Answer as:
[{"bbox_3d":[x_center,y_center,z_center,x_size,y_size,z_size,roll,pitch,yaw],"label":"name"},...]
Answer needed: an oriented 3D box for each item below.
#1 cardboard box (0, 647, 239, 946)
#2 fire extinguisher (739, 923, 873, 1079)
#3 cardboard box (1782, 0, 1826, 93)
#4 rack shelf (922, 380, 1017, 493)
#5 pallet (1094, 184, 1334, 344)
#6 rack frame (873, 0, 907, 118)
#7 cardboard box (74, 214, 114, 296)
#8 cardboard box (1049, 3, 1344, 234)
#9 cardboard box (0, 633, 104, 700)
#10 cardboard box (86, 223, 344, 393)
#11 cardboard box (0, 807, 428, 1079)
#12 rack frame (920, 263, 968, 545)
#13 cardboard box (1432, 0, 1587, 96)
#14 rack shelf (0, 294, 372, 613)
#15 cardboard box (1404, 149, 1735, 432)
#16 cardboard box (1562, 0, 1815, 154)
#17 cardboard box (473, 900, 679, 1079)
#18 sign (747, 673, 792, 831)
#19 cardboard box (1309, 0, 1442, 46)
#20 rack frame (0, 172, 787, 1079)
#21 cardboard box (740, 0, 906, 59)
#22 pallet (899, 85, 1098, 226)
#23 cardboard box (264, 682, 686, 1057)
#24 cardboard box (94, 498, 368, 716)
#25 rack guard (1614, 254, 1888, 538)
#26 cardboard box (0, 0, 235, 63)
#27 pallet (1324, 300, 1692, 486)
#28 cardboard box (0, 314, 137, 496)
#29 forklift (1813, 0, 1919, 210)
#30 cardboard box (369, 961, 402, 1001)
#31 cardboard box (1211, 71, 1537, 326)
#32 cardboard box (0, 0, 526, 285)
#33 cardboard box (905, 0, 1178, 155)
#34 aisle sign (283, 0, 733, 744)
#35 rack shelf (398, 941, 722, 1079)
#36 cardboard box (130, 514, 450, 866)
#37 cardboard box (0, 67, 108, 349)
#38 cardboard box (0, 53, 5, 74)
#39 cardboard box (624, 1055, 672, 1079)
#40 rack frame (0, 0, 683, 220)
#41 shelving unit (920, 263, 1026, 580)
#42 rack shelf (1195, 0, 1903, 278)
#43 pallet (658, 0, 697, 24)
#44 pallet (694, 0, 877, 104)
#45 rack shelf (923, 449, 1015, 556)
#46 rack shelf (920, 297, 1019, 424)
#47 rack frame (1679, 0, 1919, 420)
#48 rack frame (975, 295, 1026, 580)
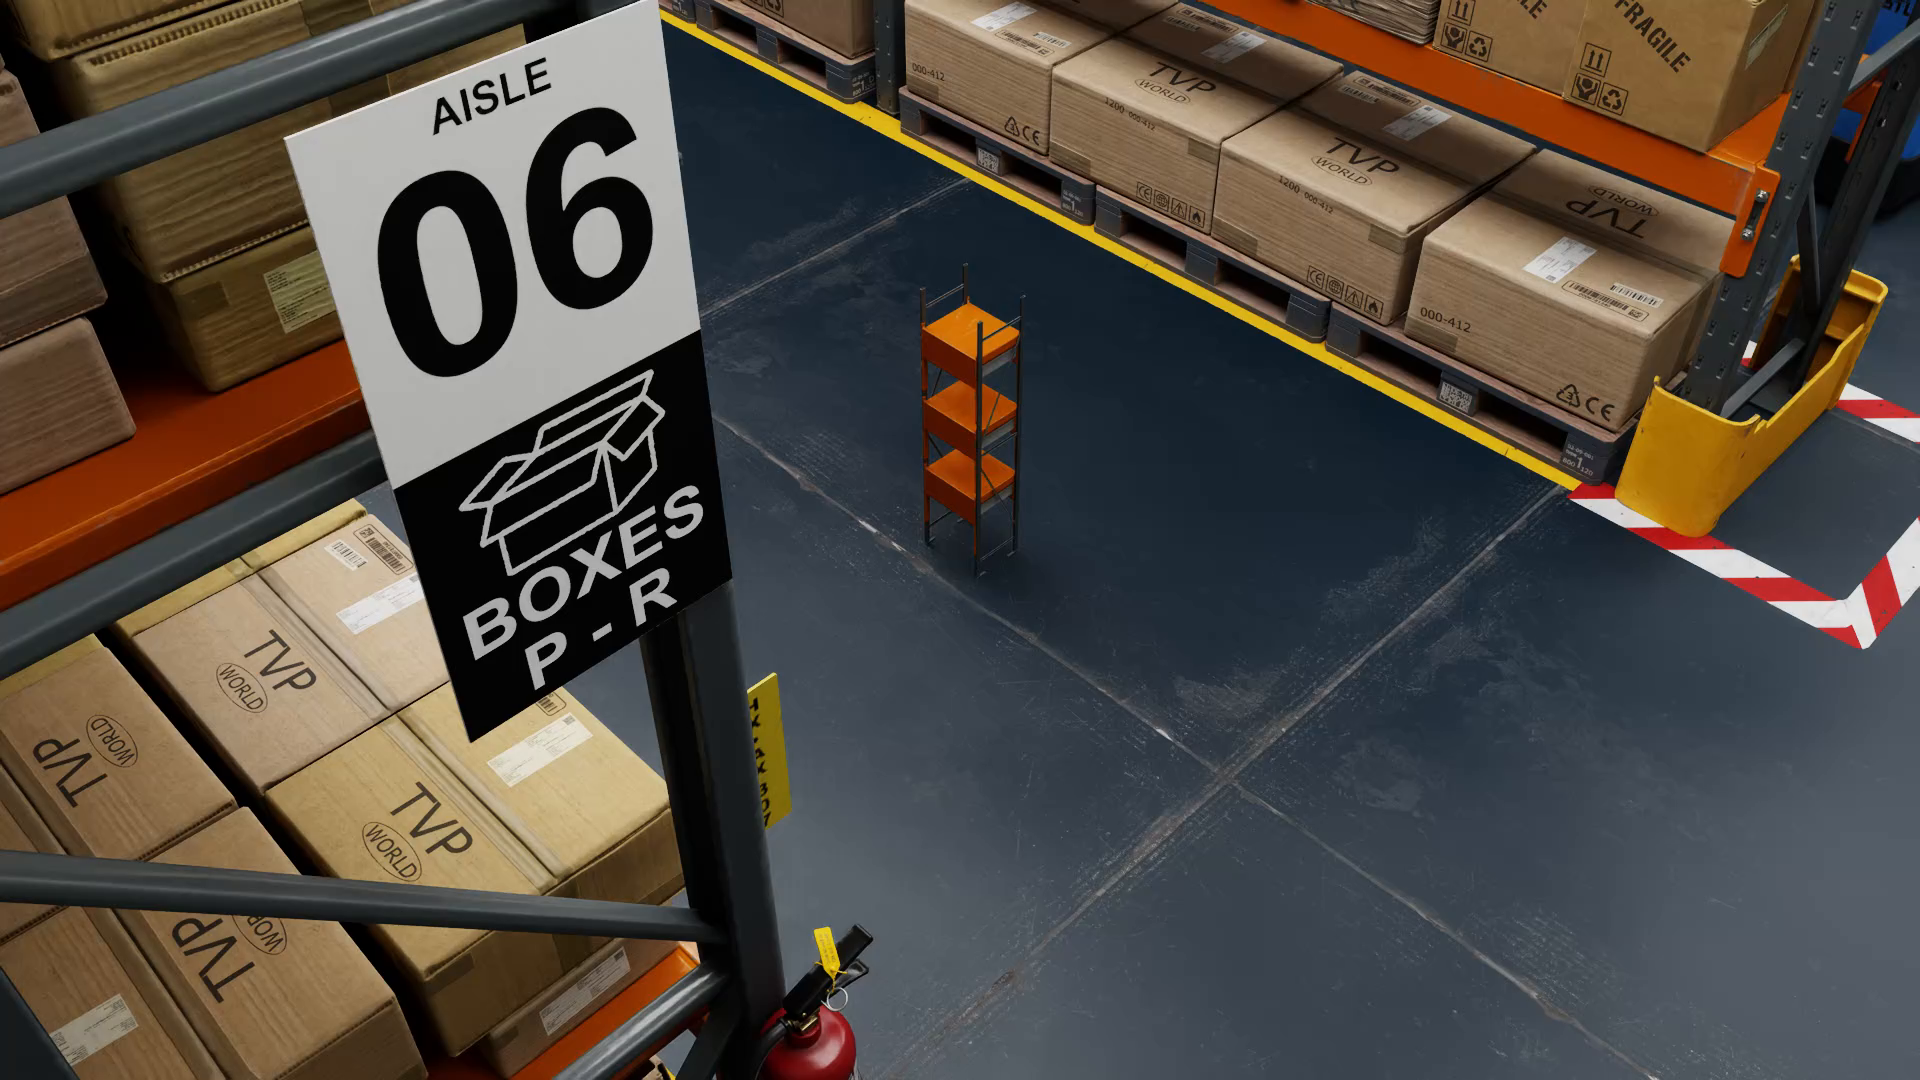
[{"bbox_3d":[-1.567,0.520,2.868,0.500,0.250,0.500,-34,52,-31],"label":"cardboard box"},{"bbox_3d":[-0.260,0.931,2.864,0.296,0.674,0.183,-34,53,-31],"label":"fire extinguisher"},{"bbox_3d":[2.685,-1.869,5.489,0.500,0.500,0.500,34,52,31],"label":"cardboard box"},{"bbox_3d":[0.038,-0.352,5.373,0.215,0.259,0.240,-34,53,-31],"label":"rack shelf"},{"bbox_3d":[1.343,-1.373,7.080,1.003,0.211,1.213,-34,53,-31],"label":"pallet"},{"bbox_3d":[-0.004,-3.386,7.204,1.000,3.000,0.127,-34,53,-31],"label":"rack frame"},{"bbox_3d":[-0.955,-0.471,2.024,0.380,0.149,0.250,-33,52,-31],"label":"cardboard box"},{"bbox_3d":[0.996,-1.816,7.084,0.875,0.438,0.875,33,52,30],"label":"cardboard box"},{"bbox_3d":[-1.913,0.280,3.128,0.500,0.250,0.500,-32,52,-30],"label":"cardboard box"},{"bbox_3d":[-0.751,-0.357,1.901,0.380,0.149,0.250,-33,52,-30],"label":"cardboard box"},{"bbox_3d":[-1.204,0.769,2.599,0.500,0.250,0.500,-33,52,-30],"label":"cardboard box"},{"bbox_3d":[-0.048,-0.419,5.429,0.200,1.050,0.008,-34,53,-31],"label":"rack frame"},{"bbox_3d":[1.949,-1.854,5.472,0.500,0.500,0.500,33,52,31],"label":"cardboard box"},{"bbox_3d":[-2.103,-0.882,2.814,1.077,0.370,4.000,-34,53,-31],"label":"rack shelf"},{"bbox_3d":[2.284,-0.946,6.142,0.875,0.438,0.875,32,52,30],"label":"cardboard box"},{"bbox_3d":[2.293,-1.606,5.204,0.500,0.500,0.500,-34,52,-31],"label":"cardboard box"},{"bbox_3d":[-0.729,0.720,2.946,0.250,0.149,0.380,34,52,31],"label":"cardboard box"},{"bbox_3d":[-0.307,0.339,2.535,0.100,0.325,0.005,-34,53,-31],"label":"sign"},{"bbox_3d":[1.579,-2.096,5.735,0.500,0.500,0.500,-33,52,-30],"label":"cardboard box"},{"bbox_3d":[-0.691,0.917,2.548,1.000,3.000,0.127,-34,53,-31],"label":"rack frame"},{"bbox_3d":[-0.498,-3.019,8.064,0.875,0.875,0.875,-32,52,-30],"label":"cardboard box"},{"bbox_3d":[0.478,-1.959,7.714,1.003,0.211,1.213,-34,53,-31],"label":"pallet"},{"bbox_3d":[-0.821,0.515,2.873,0.500,0.250,0.500,-34,52,-31],"label":"cardboard box"},{"bbox_3d":[-1.537,0.031,3.397,0.500,0.250,0.500,33,52,31],"label":"cardboard box"},{"bbox_3d":[2.838,-0.534,5.960,1.175,0.500,0.348,-34,53,-31],"label":"rack guard"},{"bbox_3d":[-0.826,-0.756,1.671,0.500,0.250,0.500,34,52,31],"label":"cardboard box"},{"bbox_3d":[2.201,-0.786,6.446,1.003,0.211,1.213,-34,53,-31],"label":"pallet"},{"bbox_3d":[-1.081,-0.136,1.661,0.380,0.149,0.250,-33,52,-30],"label":"cardboard box"},{"bbox_3d":[3.410,-3.437,7.310,1.130,2.935,3.031,-29,50,-28],"label":"forklift"},{"bbox_3d":[-0.941,0.620,3.054,0.380,0.149,0.250,-33,52,-30],"label":"cardboard box"},{"bbox_3d":[1.632,-1.382,6.614,0.875,0.438,0.875,-33,52,-30],"label":"cardboard box"},{"bbox_3d":[-0.811,-0.583,1.852,0.500,0.250,0.500,34,52,31],"label":"cardboard box"},{"bbox_3d":[0.363,-2.246,7.549,0.875,0.438,0.875,33,52,31],"label":"cardboard box"},{"bbox_3d":[-0.435,-0.146,1.782,0.394,0.787,0.004,-34,53,-31],"label":"aisle sign"},{"bbox_3d":[-2.103,0.220,3.832,1.077,0.370,4.000,-34,53,-31],"label":"rack shelf"},{"bbox_3d":[-1.177,0.273,3.135,0.500,0.250,0.500,-34,52,-31],"label":"cardboard box"},{"bbox_3d":[-1.198,-0.322,1.570,0.500,0.250,0.500,33,52,31],"label":"cardboard box"},{"bbox_3d":[-1.202,-0.502,1.396,0.500,0.250,0.500,33,52,30],"label":"cardboard box"},{"bbox_3d":[-1.056,1.340,3.620,0.637,0.503,0.797,32,52,30],"label":"cardboard box"},{"bbox_3d":[-0.691,-1.287,0.512,1.000,3.000,0.127,-34,53,-31],"label":"rack frame"},{"bbox_3d":[0.038,-0.360,5.366,0.215,1.050,0.252,-34,53,-31],"label":"shelving unit"},{"bbox_3d":[1.408,-2.161,6.408,1.077,0.370,4.000,-34,53,-31],"label":"rack shelf"},{"bbox_3d":[-1.468,-3.283,9.147,1.003,0.211,1.213,-34,53,-31],"label":"pallet"},{"bbox_3d":[-0.602,-2.696,8.513,1.003,0.211,1.213,-34,53,-31],"label":"pallet"},{"bbox_3d":[0.038,-0.148,5.562,0.215,0.259,0.240,-34,53,-31],"label":"rack shelf"},{"bbox_3d":[0.038,-0.561,5.180,0.215,0.259,0.240,-34,53,-31],"label":"rack shelf"},{"bbox_3d":[2.821,-1.464,5.124,1.000,3.000,0.127,-34,53,-31],"label":"rack frame"},{"bbox_3d":[0.124,-0.301,5.302,0.200,1.050,0.008,-34,53,-31],"label":"rack frame"}]
